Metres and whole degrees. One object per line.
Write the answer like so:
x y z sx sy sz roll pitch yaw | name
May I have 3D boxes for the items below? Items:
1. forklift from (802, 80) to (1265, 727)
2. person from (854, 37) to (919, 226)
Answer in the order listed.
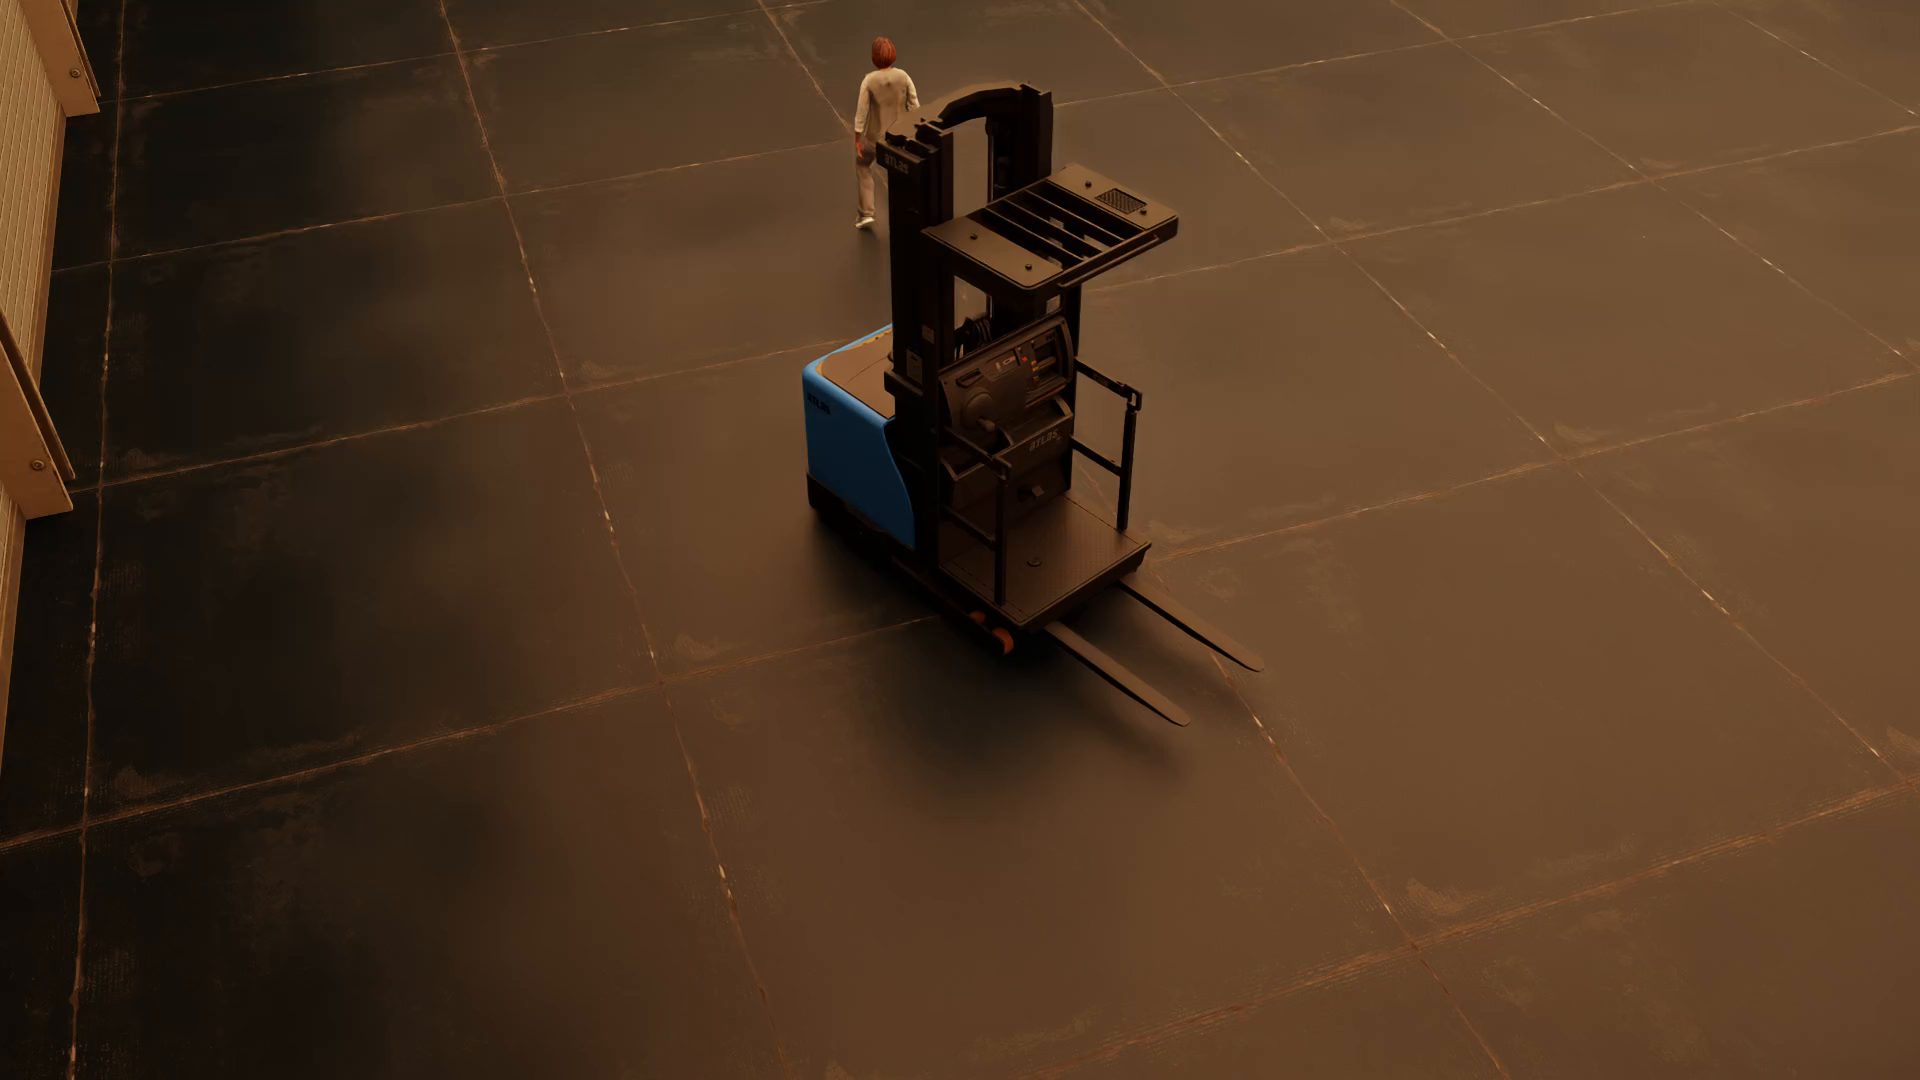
0.409 -0.833 8.988 1.130 2.935 3.031 -30 49 -31 | forklift
-0.567 -3.059 12.735 0.510 1.628 0.459 -11 41 -13 | person
